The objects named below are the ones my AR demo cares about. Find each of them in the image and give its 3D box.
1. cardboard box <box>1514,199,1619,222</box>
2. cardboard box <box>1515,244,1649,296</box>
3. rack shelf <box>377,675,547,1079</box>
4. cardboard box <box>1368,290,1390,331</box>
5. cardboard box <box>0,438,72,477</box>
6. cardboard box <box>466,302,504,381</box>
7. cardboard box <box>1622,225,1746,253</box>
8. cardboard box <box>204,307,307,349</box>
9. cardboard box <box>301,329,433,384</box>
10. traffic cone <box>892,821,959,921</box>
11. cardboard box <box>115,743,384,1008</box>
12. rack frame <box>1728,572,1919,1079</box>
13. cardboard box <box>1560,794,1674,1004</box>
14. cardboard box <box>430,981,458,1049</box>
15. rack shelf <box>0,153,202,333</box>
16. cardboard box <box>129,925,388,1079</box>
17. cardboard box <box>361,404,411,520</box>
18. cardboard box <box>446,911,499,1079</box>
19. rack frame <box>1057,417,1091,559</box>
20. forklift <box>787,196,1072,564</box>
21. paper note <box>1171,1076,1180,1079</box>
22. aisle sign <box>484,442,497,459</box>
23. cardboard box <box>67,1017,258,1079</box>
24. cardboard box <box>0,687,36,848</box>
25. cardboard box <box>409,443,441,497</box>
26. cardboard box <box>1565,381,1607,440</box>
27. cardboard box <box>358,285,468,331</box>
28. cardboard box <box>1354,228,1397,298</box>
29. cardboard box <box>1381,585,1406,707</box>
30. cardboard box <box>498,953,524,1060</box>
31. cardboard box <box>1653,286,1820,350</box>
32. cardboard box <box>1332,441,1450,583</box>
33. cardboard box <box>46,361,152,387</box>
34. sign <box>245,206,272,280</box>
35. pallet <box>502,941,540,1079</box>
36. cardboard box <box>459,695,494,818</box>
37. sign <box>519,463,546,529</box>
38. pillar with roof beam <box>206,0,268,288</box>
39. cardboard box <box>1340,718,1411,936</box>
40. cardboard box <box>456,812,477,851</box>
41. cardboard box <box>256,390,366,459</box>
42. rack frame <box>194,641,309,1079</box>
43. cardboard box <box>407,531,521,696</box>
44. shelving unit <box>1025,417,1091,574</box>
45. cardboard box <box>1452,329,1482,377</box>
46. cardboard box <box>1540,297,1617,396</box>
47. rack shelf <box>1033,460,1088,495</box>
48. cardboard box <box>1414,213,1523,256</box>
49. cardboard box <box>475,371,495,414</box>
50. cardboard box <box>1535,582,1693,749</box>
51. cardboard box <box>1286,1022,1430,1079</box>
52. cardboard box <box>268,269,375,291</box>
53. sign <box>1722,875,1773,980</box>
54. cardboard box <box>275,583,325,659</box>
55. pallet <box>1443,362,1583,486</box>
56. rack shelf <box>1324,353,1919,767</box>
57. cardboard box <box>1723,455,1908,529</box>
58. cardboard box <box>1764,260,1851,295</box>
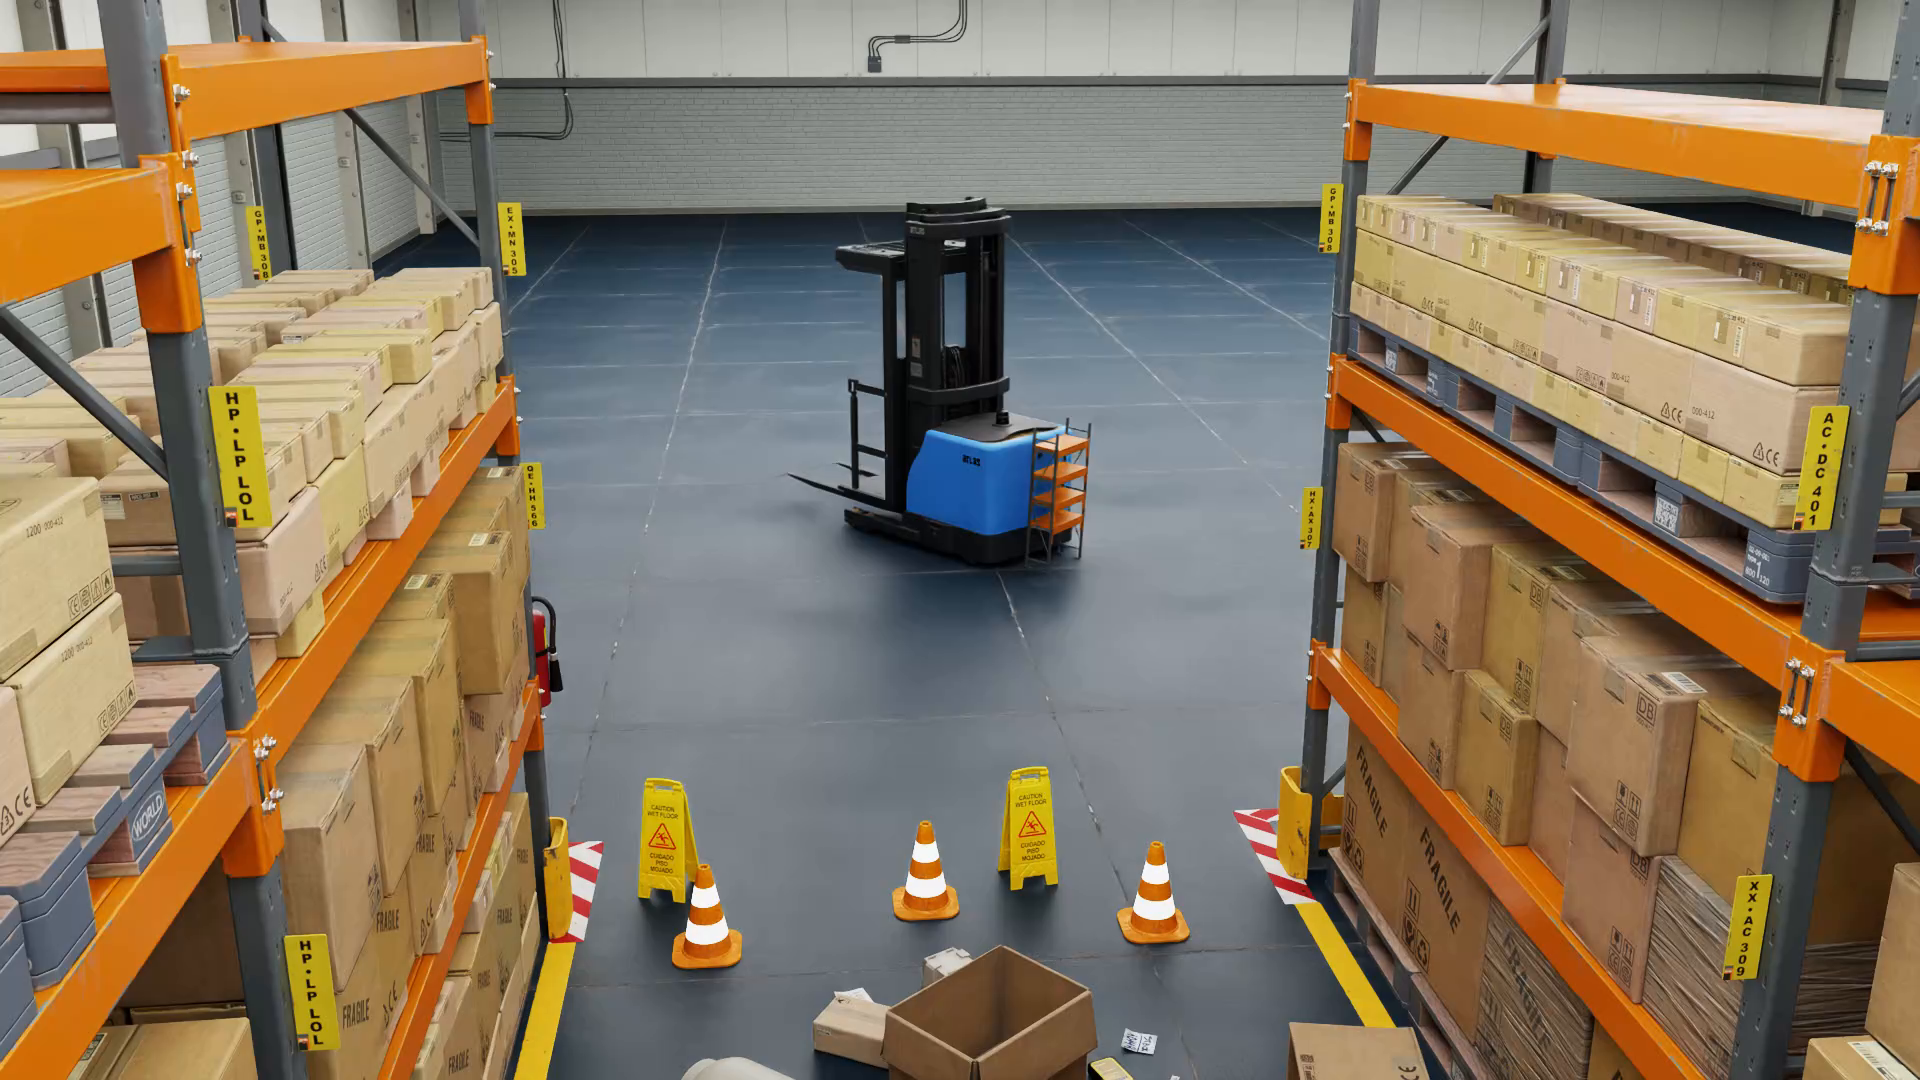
[{"bbox_3d":[2.733,-1.451,7.503,0.380,0.149,0.250,-2,18,-5],"label":"cardboard box"},{"bbox_3d":[2.238,-0.975,5.988,0.380,0.149,0.250,-2,17,-5],"label":"cardboard box"},{"bbox_3d":[-2.370,1.447,6.263,1.077,0.370,4.000,-2,18,-6],"label":"rack shelf"},{"bbox_3d":[2.080,-1.047,7.548,0.380,0.149,0.250,-2,18,-5],"label":"cardboard box"},{"bbox_3d":[-2.517,-0.155,4.244,0.380,0.149,0.250,-2,18,-7],"label":"cardboard box"},{"bbox_3d":[-2.256,-0.850,7.122,0.500,0.250,0.500,-2,18,-6],"label":"cardboard box"},{"bbox_3d":[2.840,-1.147,6.534,0.380,0.149,0.250,-2,18,-6],"label":"cardboard box"},{"bbox_3d":[-2.664,-0.773,6.212,0.380,0.149,0.250,-2,18,-6],"label":"cardboard box"},{"bbox_3d":[-2.056,-0.637,5.778,0.380,0.149,0.250,-1,17,-4],"label":"cardboard box"},{"bbox_3d":[-0.180,1.670,8.584,0.336,0.463,0.334,-2,18,-6],"label":"traffic cone"},{"bbox_3d":[-1.994,0.895,4.486,0.700,0.500,0.500,-2,18,-6],"label":"cardboard box"},{"bbox_3d":[2.749,1.516,4.840,1.000,3.000,0.127,-2,18,-6],"label":"rack frame"},{"bbox_3d":[2.620,1.172,5.686,0.875,0.550,0.550,-2,18,-6],"label":"cardboard box"},{"bbox_3d":[-1.995,1.687,5.850,0.380,0.149,0.250,-1,17,-2],"label":"cardboard box"},{"bbox_3d":[-1.958,-0.033,1.628,1.077,0.370,4.000,-2,18,-6],"label":"rack shelf"},{"bbox_3d":[-1.932,1.370,4.642,0.500,0.500,0.500,-2,18,-6],"label":"cardboard box"},{"bbox_3d":[-2.038,-0.245,5.195,0.500,0.250,0.500,-2,18,-5],"label":"cardboard box"},{"bbox_3d":[-2.132,1.798,6.580,0.500,0.500,0.500,-2,18,-7],"label":"cardboard box"},{"bbox_3d":[0.960,-0.431,14.023,0.240,1.200,0.015,16,23,33],"label":"rack frame"},{"bbox_3d":[-0.395,-1.563,14.764,1.130,2.935,3.031,-15,23,-40],"label":"forklift"},{"bbox_3d":[0.915,2.349,7.177,0.032,0.001,0.123,8,19,23],"label":"paper note"},{"bbox_3d":[-2.294,-0.760,7.751,0.394,0.787,0.004,-2,18,-6],"label":"aisle sign"},{"bbox_3d":[-1.888,1.440,3.719,0.500,0.500,0.500,-2,18,-7],"label":"cardboard box"},{"bbox_3d":[-1.912,0.460,2.746,0.500,0.250,0.500,-2,17,-5],"label":"cardboard box"},{"bbox_3d":[-2.059,-0.250,5.877,0.380,0.149,0.250,-2,18,-6],"label":"cardboard box"},{"bbox_3d":[2.289,-0.444,5.628,0.380,0.149,0.250,-2,17,-5],"label":"cardboard box"},{"bbox_3d":[-2.215,-0.939,6.741,0.380,0.149,0.250,-2,18,-6],"label":"cardboard box"},{"bbox_3d":[2.131,-1.273,7.603,0.500,0.250,0.500,-2,18,-6],"label":"cardboard box"},{"bbox_3d":[2.499,0.525,7.746,0.875,0.550,0.550,-2,18,-6],"label":"cardboard box"},{"bbox_3d":[-2.180,2.006,7.169,0.500,0.250,0.500,-2,18,-5],"label":"cardboard box"},{"bbox_3d":[2.343,-0.673,5.025,0.380,0.149,0.250,-2,18,-6],"label":"cardboard box"},{"bbox_3d":[2.337,-0.151,8.096,0.875,0.550,0.550,-2,18,-6],"label":"cardboard box"},{"bbox_3d":[-2.614,-0.465,5.230,0.380,0.149,0.250,-2,17,-5],"label":"cardboard box"},{"bbox_3d":[-3.116,-1.324,7.419,0.100,0.325,0.005,-2,18,-6],"label":"sign"},{"bbox_3d":[-2.520,2.104,7.624,1.003,0.211,1.213,-2,18,-6],"label":"pallet"},{"bbox_3d":[-2.151,0.770,6.555,0.500,0.500,0.500,-2,18,-6],"label":"cardboard box"},{"bbox_3d":[-2.022,-0.207,7.868,0.100,0.325,0.005,-2,18,-6],"label":"sign"},{"bbox_3d":[-5.912,-7.461,23.418,9.100,9.000,0.400,-2,18,-6],"label":"pillar with roof beam"},{"bbox_3d":[2.473,1.338,8.254,0.875,0.875,0.875,-2,18,-5],"label":"cardboard box"},{"bbox_3d":[-2.123,1.111,6.550,0.380,0.149,0.250,-2,18,-6],"label":"cardboard box"},{"bbox_3d":[-1.946,-0.331,4.804,0.380,0.149,0.250,-2,18,-6],"label":"cardboard box"},{"bbox_3d":[-2.164,1.699,4.257,1.000,3.000,0.127,-2,18,-6],"label":"rack frame"},{"bbox_3d":[-2.107,0.286,6.425,0.700,0.500,0.500,-2,18,-6],"label":"cardboard box"},{"bbox_3d":[0.815,-0.372,13.835,0.258,1.200,0.503,16,23,33],"label":"shelving unit"},{"bbox_3d":[2.183,-0.747,6.592,0.380,0.149,0.250,-2,18,-6],"label":"cardboard box"},{"bbox_3d":[2.342,-0.672,5.687,0.500,0.250,0.500,-2,18,-6],"label":"cardboard box"},{"bbox_3d":[0.822,-0.520,13.784,0.258,0.148,0.480,16,23,33],"label":"rack shelf"},{"bbox_3d":[2.132,-1.280,6.958,0.380,0.149,0.250,-2,17,-5],"label":"cardboard box"},{"bbox_3d":[-2.203,-0.633,7.097,0.380,0.149,0.250,-2,18,-5],"label":"cardboard box"},{"bbox_3d":[2.654,0.493,6.046,0.875,0.550,0.550,-2,18,-6],"label":"cardboard box"},{"bbox_3d":[1.569,2.277,6.586,0.500,0.500,0.500,1,17,4],"label":"cardboard box"},{"bbox_3d":[-2.743,-1.072,7.164,0.380,0.149,0.250,-2,18,-6],"label":"cardboard box"},{"bbox_3d":[2.198,1.083,4.642,0.100,0.325,0.005,-2,18,-6],"label":"sign"},{"bbox_3d":[-1.921,0.208,4.419,0.380,0.149,0.250,-2,18,-6],"label":"cardboard box"},{"bbox_3d":[2.553,-0.479,6.336,1.003,0.211,1.213,-2,18,-6],"label":"pallet"},{"bbox_3d":[2.543,-0.168,6.396,1.077,0.370,4.000,-2,18,-6],"label":"rack shelf"},{"bbox_3d":[2.394,-0.142,4.665,0.380,0.149,0.250,-2,18,-6],"label":"cardboard box"},{"bbox_3d":[2.943,-0.846,5.577,0.380,0.149,0.250,-2,17,-5],"label":"cardboard box"}]
